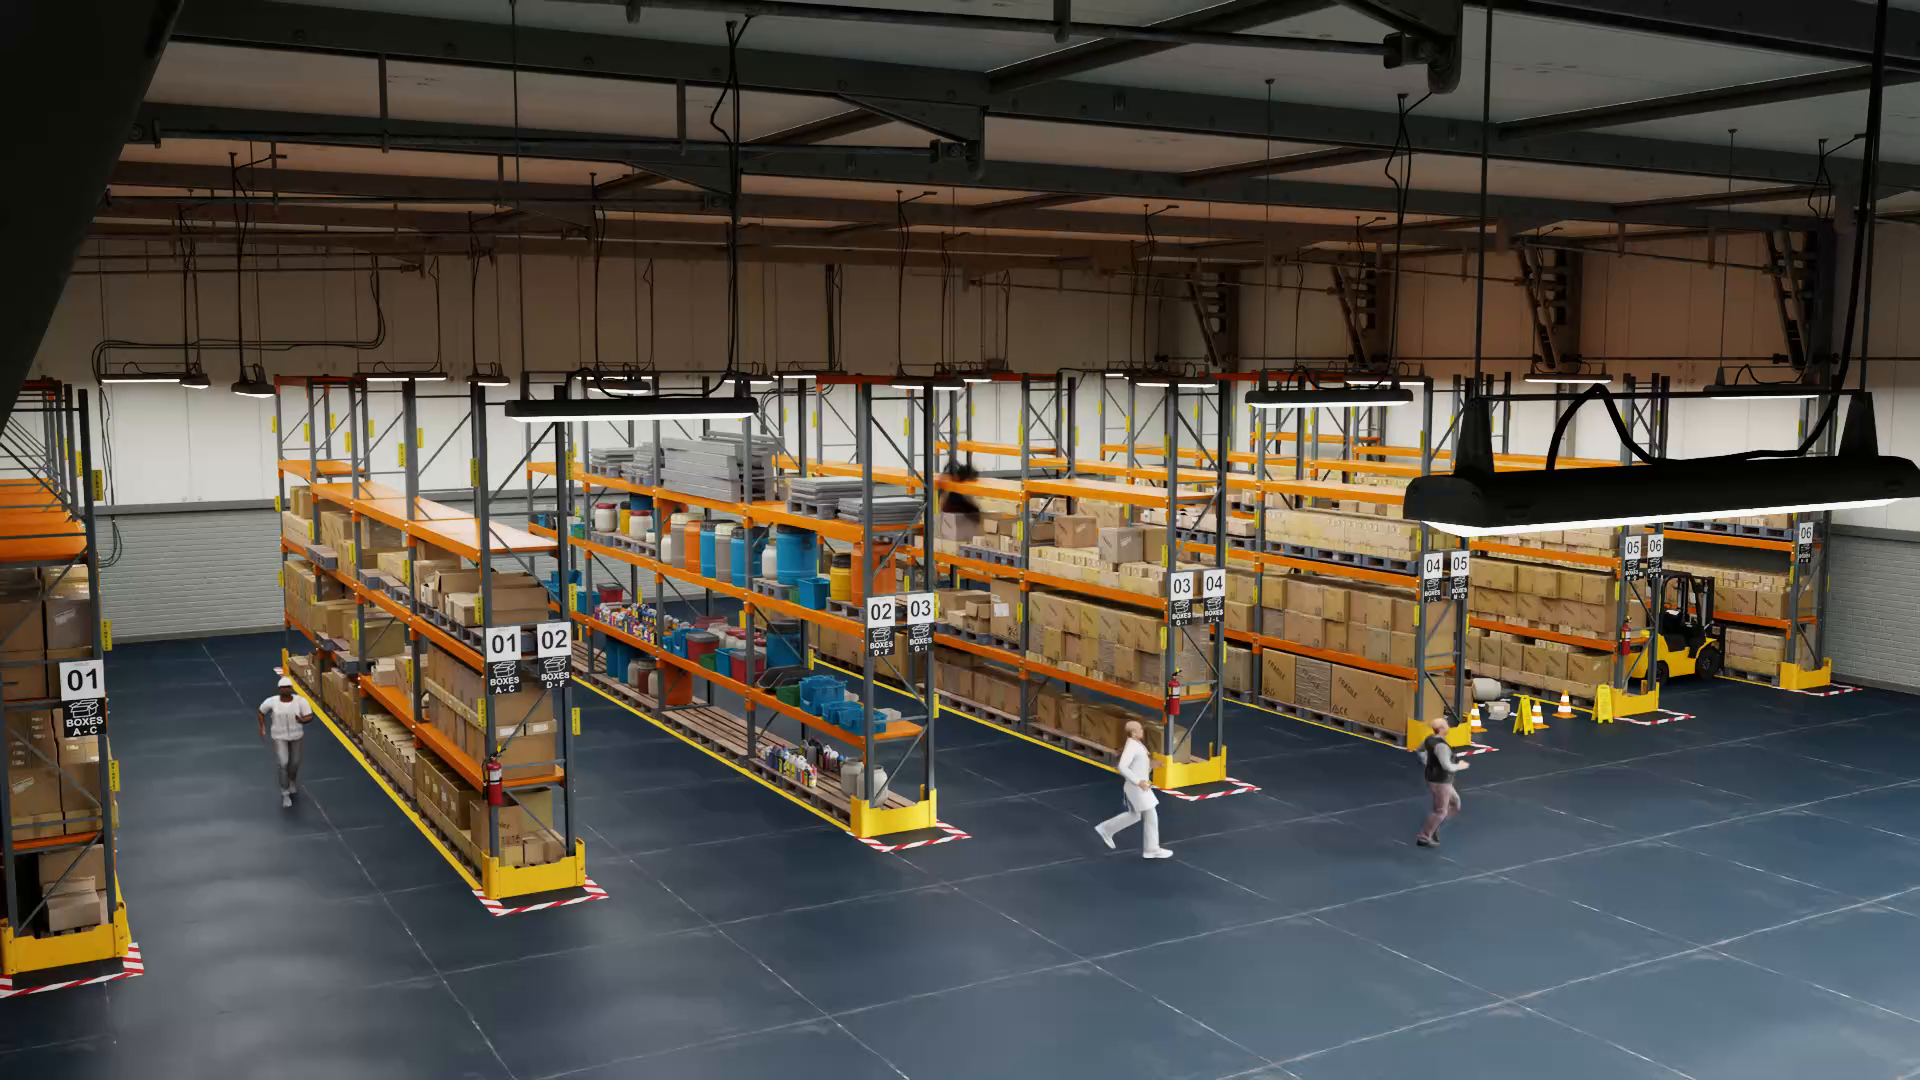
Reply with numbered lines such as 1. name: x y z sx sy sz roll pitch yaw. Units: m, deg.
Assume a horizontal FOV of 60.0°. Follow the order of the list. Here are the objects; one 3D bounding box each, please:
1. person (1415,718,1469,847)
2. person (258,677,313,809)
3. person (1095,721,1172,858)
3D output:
1. person: 6.236 3.127 21.495 0.650 1.684 0.635 0 6 3
2. person: -9.598 2.844 23.726 0.686 1.806 0.846 -4 7 -32
3. person: 2.207 3.153 21.046 0.981 1.753 0.718 0 6 1
